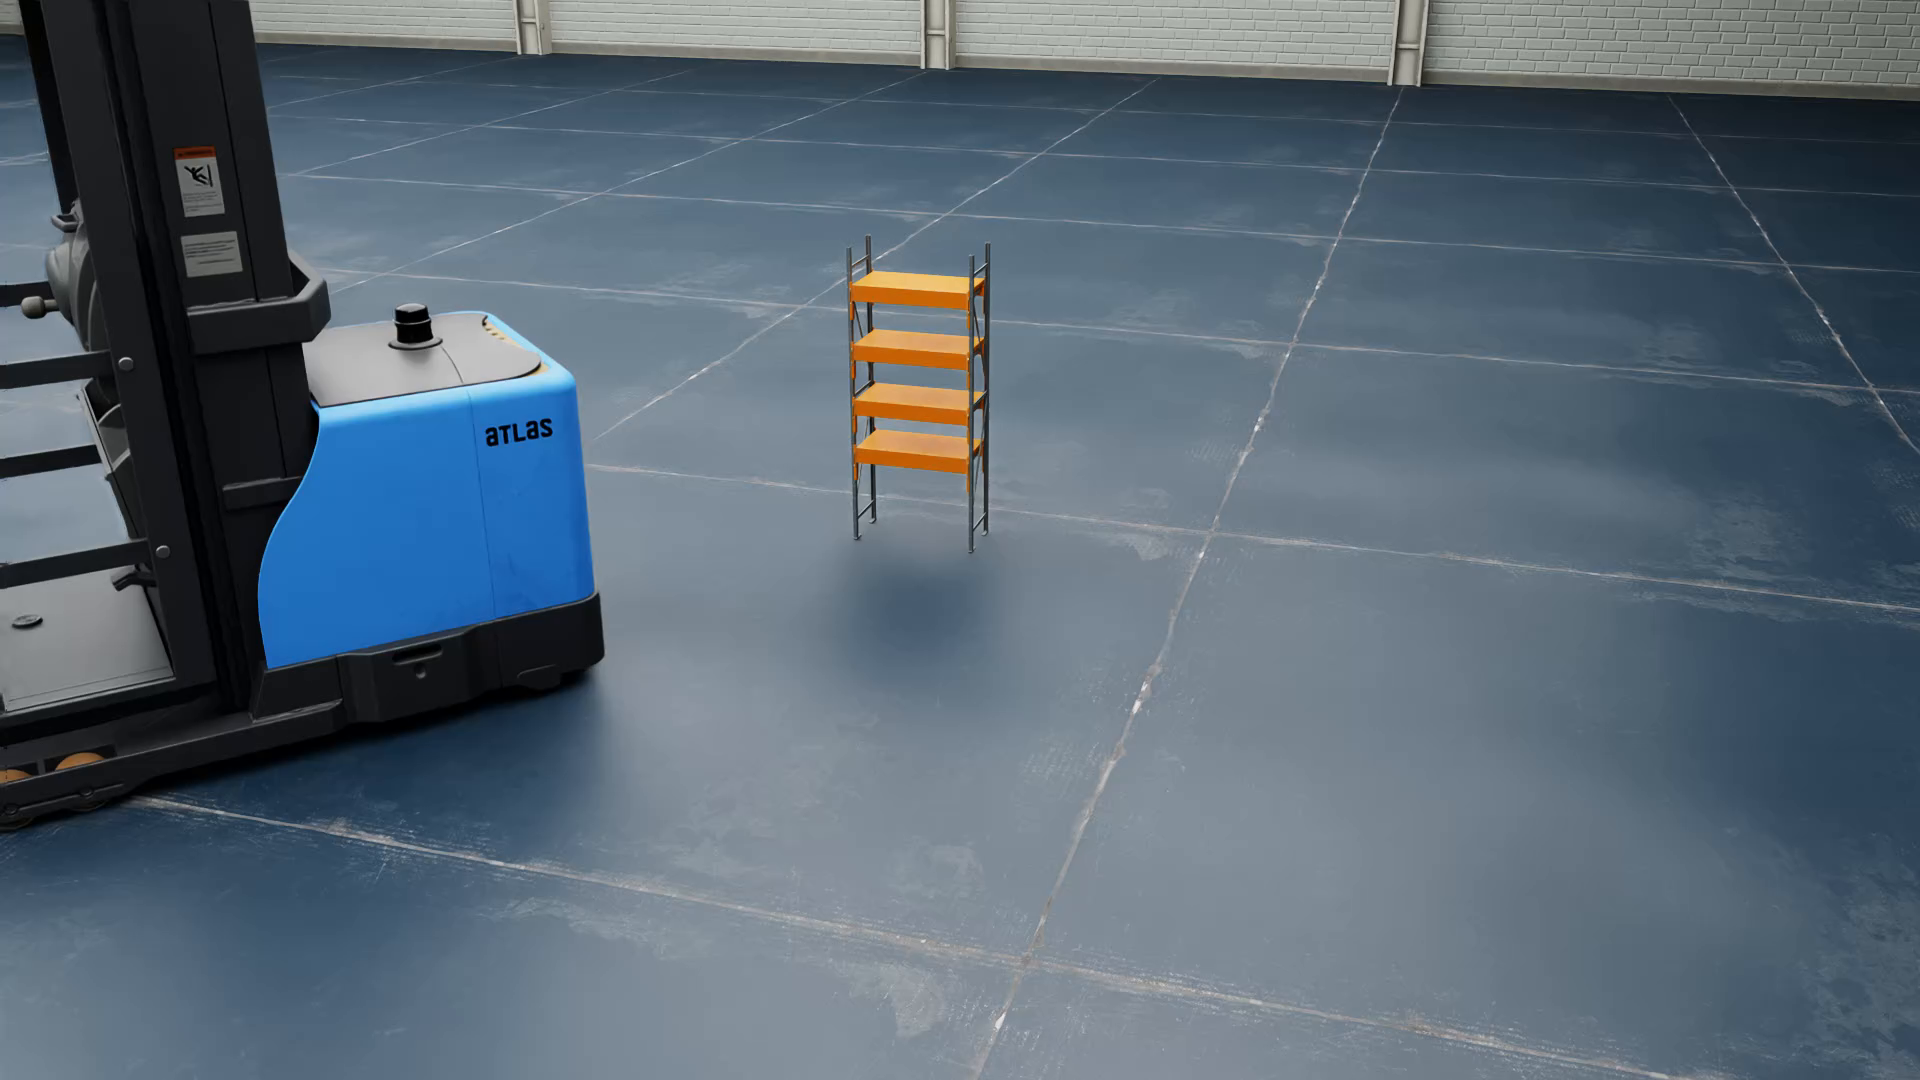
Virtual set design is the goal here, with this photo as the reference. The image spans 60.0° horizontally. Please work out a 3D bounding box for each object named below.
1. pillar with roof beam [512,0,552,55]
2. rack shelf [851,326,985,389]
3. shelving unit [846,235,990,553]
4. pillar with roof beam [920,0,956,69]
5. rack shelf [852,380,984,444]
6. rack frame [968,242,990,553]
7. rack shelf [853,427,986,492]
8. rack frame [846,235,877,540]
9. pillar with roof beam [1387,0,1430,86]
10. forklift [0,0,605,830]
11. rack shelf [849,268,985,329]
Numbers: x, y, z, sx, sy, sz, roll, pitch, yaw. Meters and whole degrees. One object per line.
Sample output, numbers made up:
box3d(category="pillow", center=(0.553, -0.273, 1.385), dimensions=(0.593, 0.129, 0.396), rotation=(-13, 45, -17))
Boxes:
box3d(category="pillar with roof beam", center=(-7.274, -9.511, 18.099), dimensions=(0.400, 9.000, 9.100), rotation=(7, 23, 16))
box3d(category="rack shelf", center=(-0.158, -0.718, 6.527), dimensions=(0.480, 0.148, 0.258), rotation=(7, 23, 16))
box3d(category="shelving unit", center=(-0.158, -0.573, 6.587), dimensions=(0.503, 1.200, 0.258), rotation=(7, 23, 16))
box3d(category="pillar with roof beam", center=(-1.530, -8.853, 16.496), dimensions=(0.400, 9.000, 9.100), rotation=(7, 23, 16))
box3d(category="rack shelf", center=(-0.158, -0.511, 6.612), dimensions=(0.480, 0.148, 0.258), rotation=(7, 23, 16))
box3d(category="rack frame", center=(0.075, -0.547, 6.521), dimensions=(0.015, 1.200, 0.240), rotation=(7, 23, 16))
box3d(category="rack shelf", center=(-0.158, -0.327, 6.687), dimensions=(0.480, 0.148, 0.258), rotation=(7, 23, 16))
box3d(category="rack frame", center=(-0.392, -0.600, 6.652), dimensions=(0.015, 1.200, 0.240), rotation=(7, 23, 16))
box3d(category="pillar with roof beam", center=(4.214, -8.196, 14.892), dimensions=(0.400, 9.000, 9.100), rotation=(7, 23, 16))
box3d(category="forklift", center=(-2.732, -0.757, 4.753), dimensions=(3.031, 2.935, 1.130), rotation=(-13, 26, -28))
box3d(category="rack shelf", center=(-0.158, -0.937, 6.437), dimensions=(0.480, 0.148, 0.258), rotation=(7, 23, 16))
